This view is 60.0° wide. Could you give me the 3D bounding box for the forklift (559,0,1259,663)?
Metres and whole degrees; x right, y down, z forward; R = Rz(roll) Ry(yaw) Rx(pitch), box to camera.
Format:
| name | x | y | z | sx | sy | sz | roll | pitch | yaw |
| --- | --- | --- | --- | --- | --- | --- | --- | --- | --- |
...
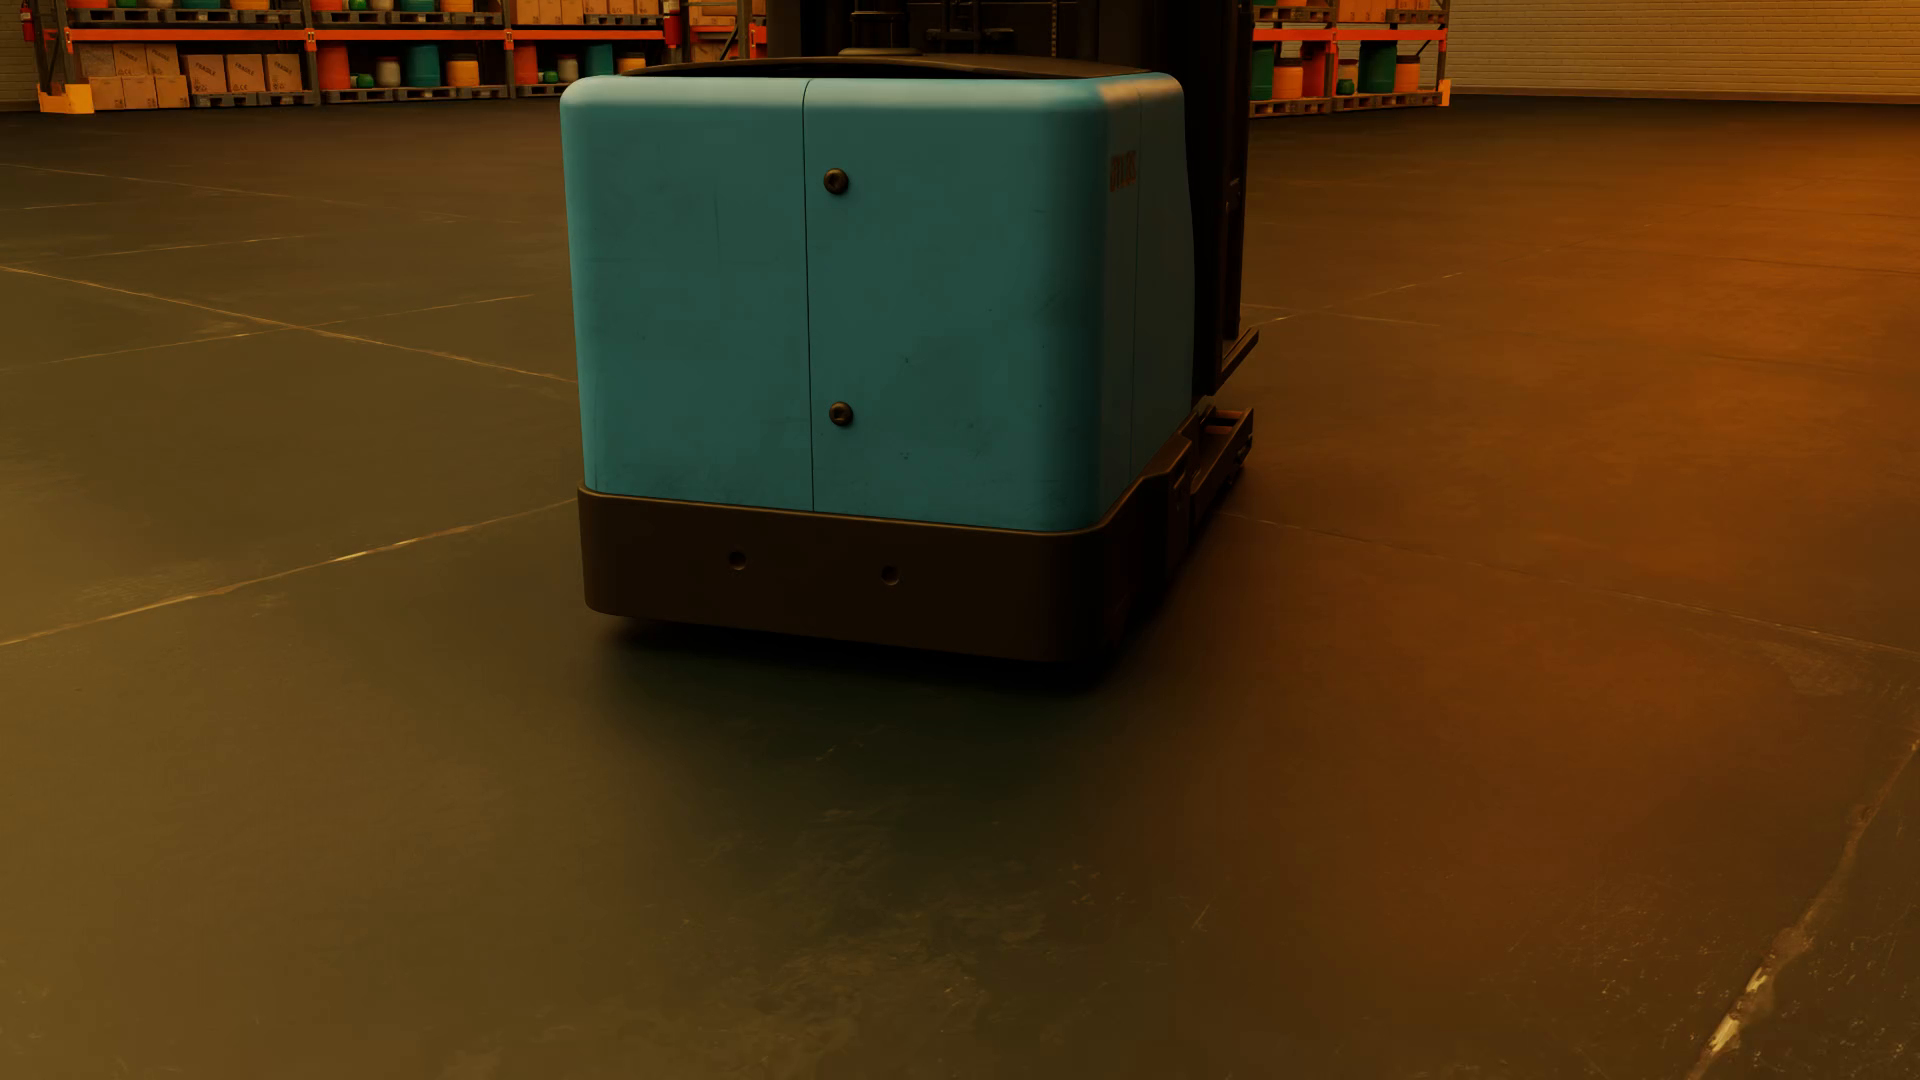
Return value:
| name | x | y | z | sx | sy | sz | roll | pitch | yaw |
| --- | --- | --- | --- | --- | --- | --- | --- | --- | --- |
| forklift | 0.182 | -1.571 | 4.072 | 1.130 | 2.935 | 3.031 | 5 | 18 | 17 |
